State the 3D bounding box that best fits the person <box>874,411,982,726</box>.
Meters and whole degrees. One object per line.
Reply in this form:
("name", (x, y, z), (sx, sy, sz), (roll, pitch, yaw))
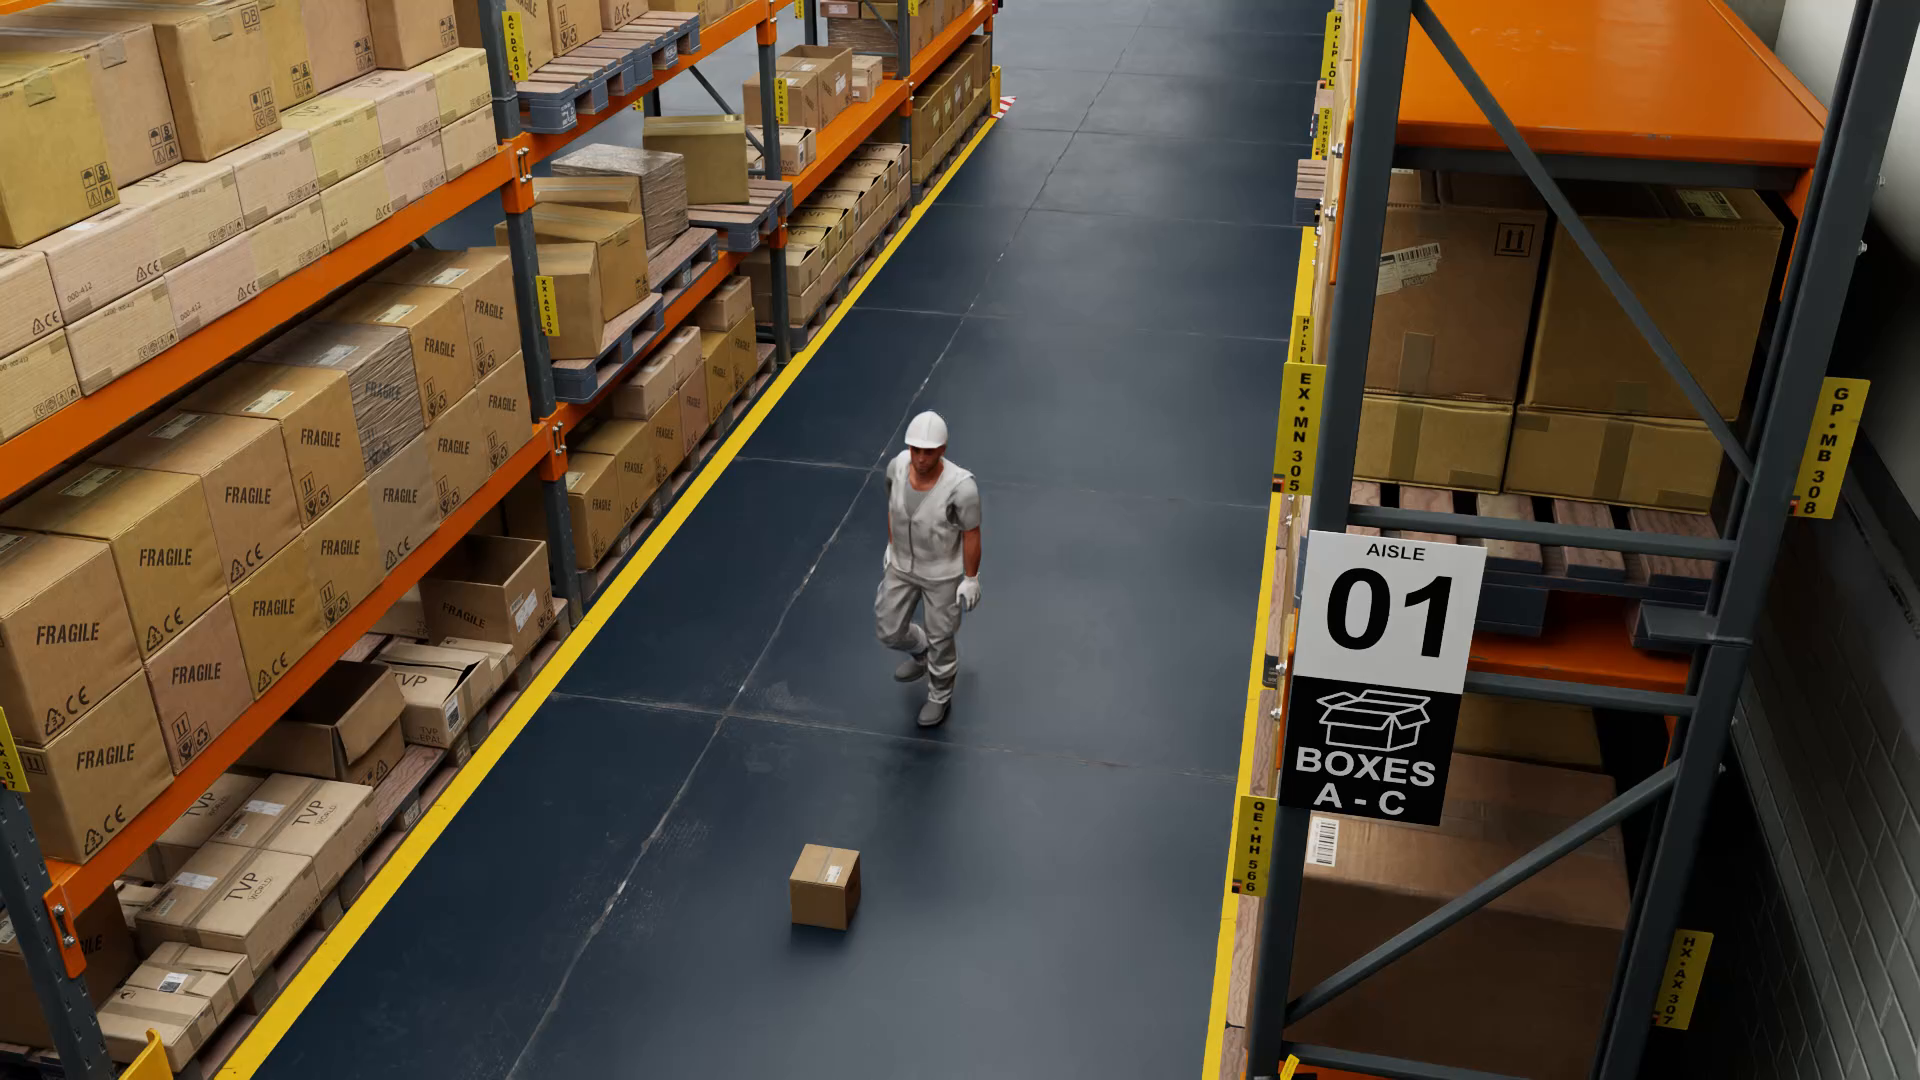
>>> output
("person", (-0.144, 0.131, 8.340), (0.587, 1.780, 0.538), (15, 32, 25))
